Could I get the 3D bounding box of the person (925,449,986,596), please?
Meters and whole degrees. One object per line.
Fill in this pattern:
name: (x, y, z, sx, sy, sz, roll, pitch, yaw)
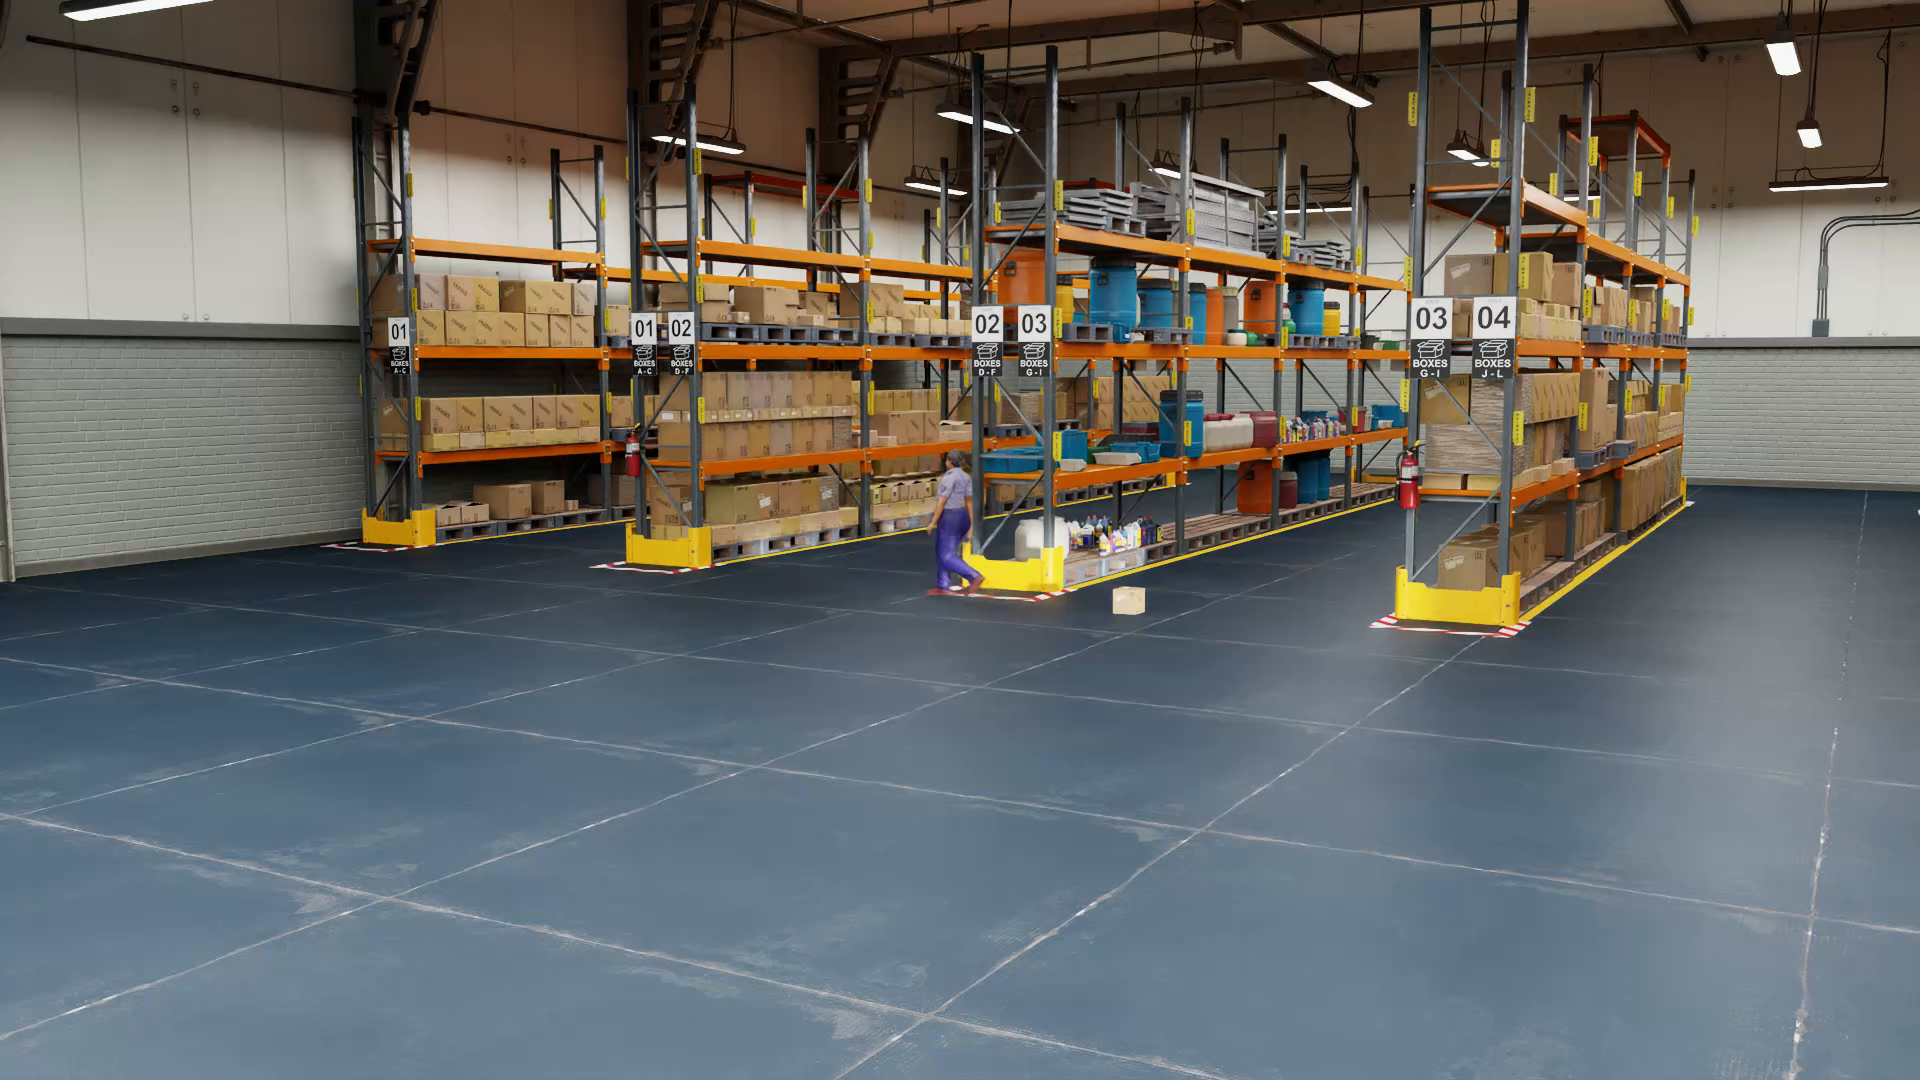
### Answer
person: (-0.045, -0.169, 17.968, 0.851, 1.595, 0.480, 3, 7, 29)
